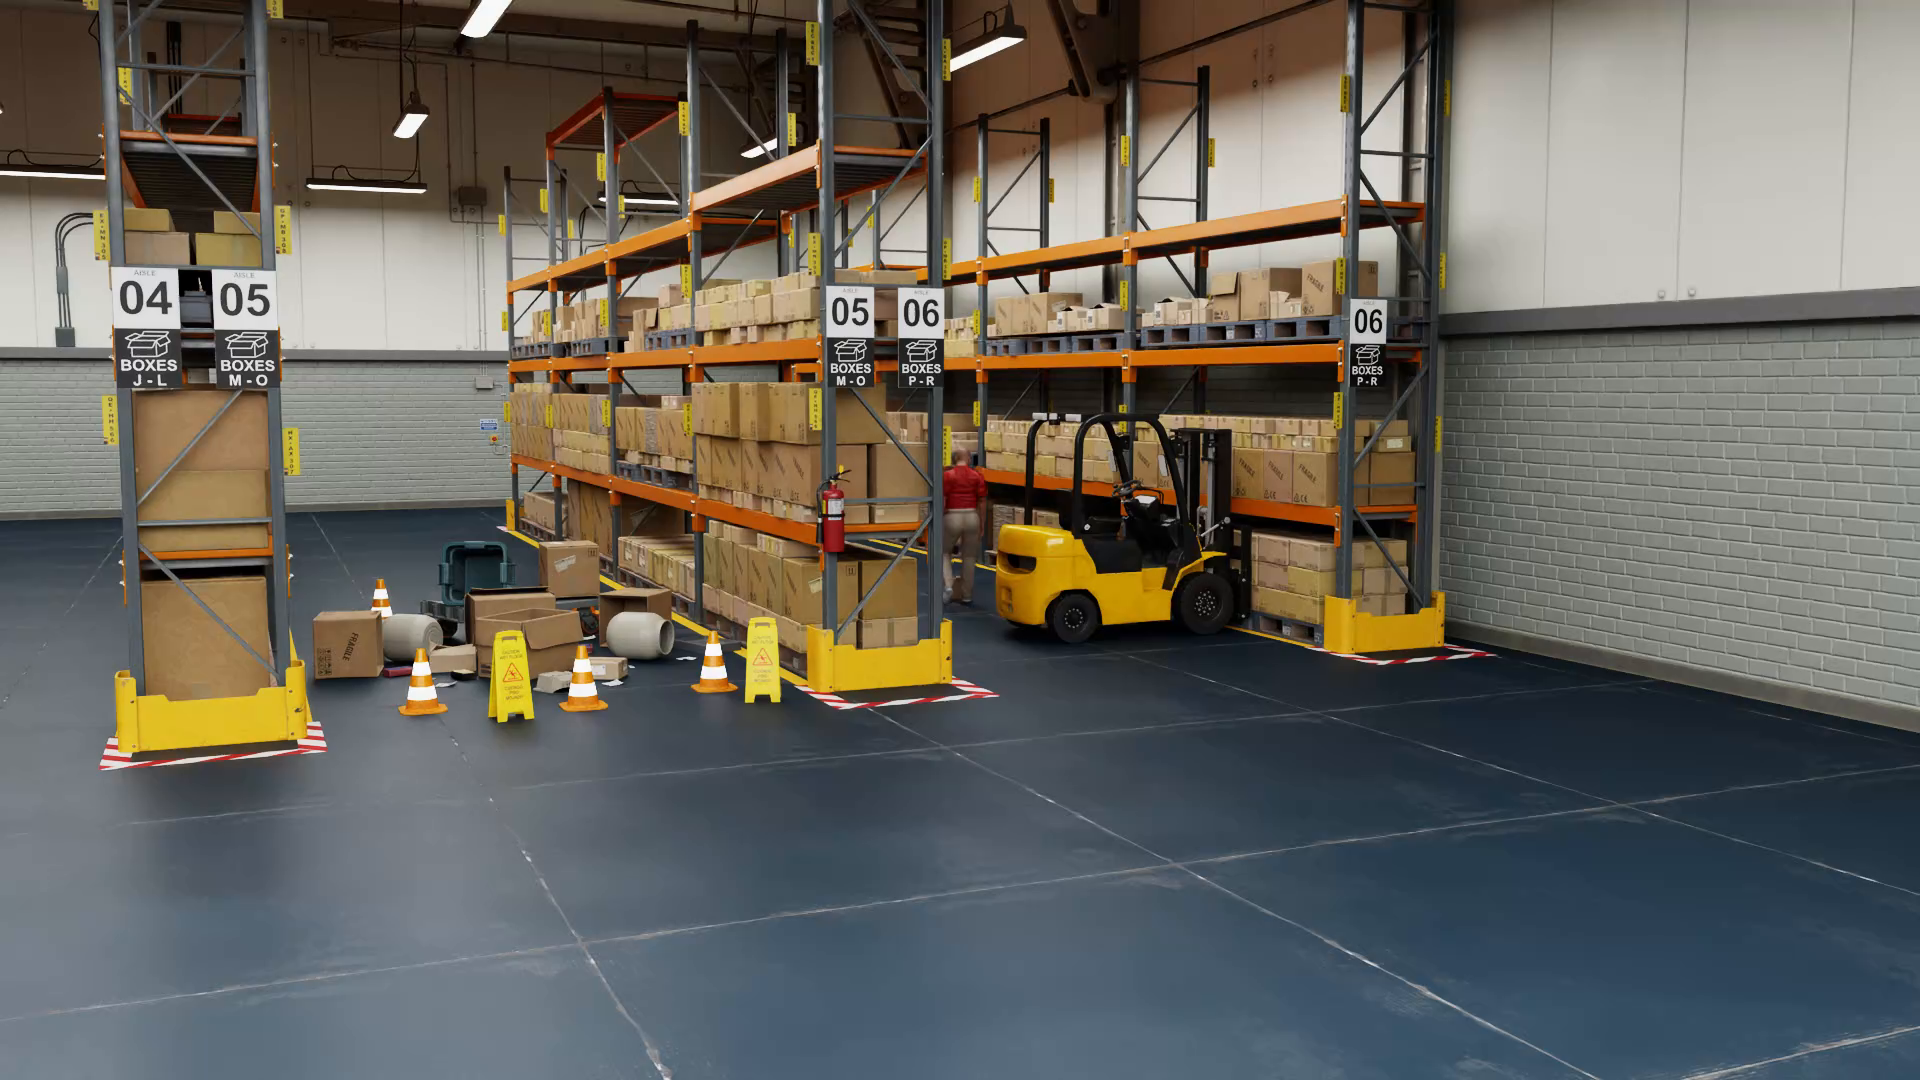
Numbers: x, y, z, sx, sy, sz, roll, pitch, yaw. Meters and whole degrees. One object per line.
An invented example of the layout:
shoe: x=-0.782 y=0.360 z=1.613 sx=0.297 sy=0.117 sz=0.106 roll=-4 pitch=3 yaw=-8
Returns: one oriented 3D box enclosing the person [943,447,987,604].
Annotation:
person: x=0.006 y=-0.144 z=18.453 sx=0.572 sy=1.779 sz=0.423 roll=-1 pitch=5 yaw=-8
